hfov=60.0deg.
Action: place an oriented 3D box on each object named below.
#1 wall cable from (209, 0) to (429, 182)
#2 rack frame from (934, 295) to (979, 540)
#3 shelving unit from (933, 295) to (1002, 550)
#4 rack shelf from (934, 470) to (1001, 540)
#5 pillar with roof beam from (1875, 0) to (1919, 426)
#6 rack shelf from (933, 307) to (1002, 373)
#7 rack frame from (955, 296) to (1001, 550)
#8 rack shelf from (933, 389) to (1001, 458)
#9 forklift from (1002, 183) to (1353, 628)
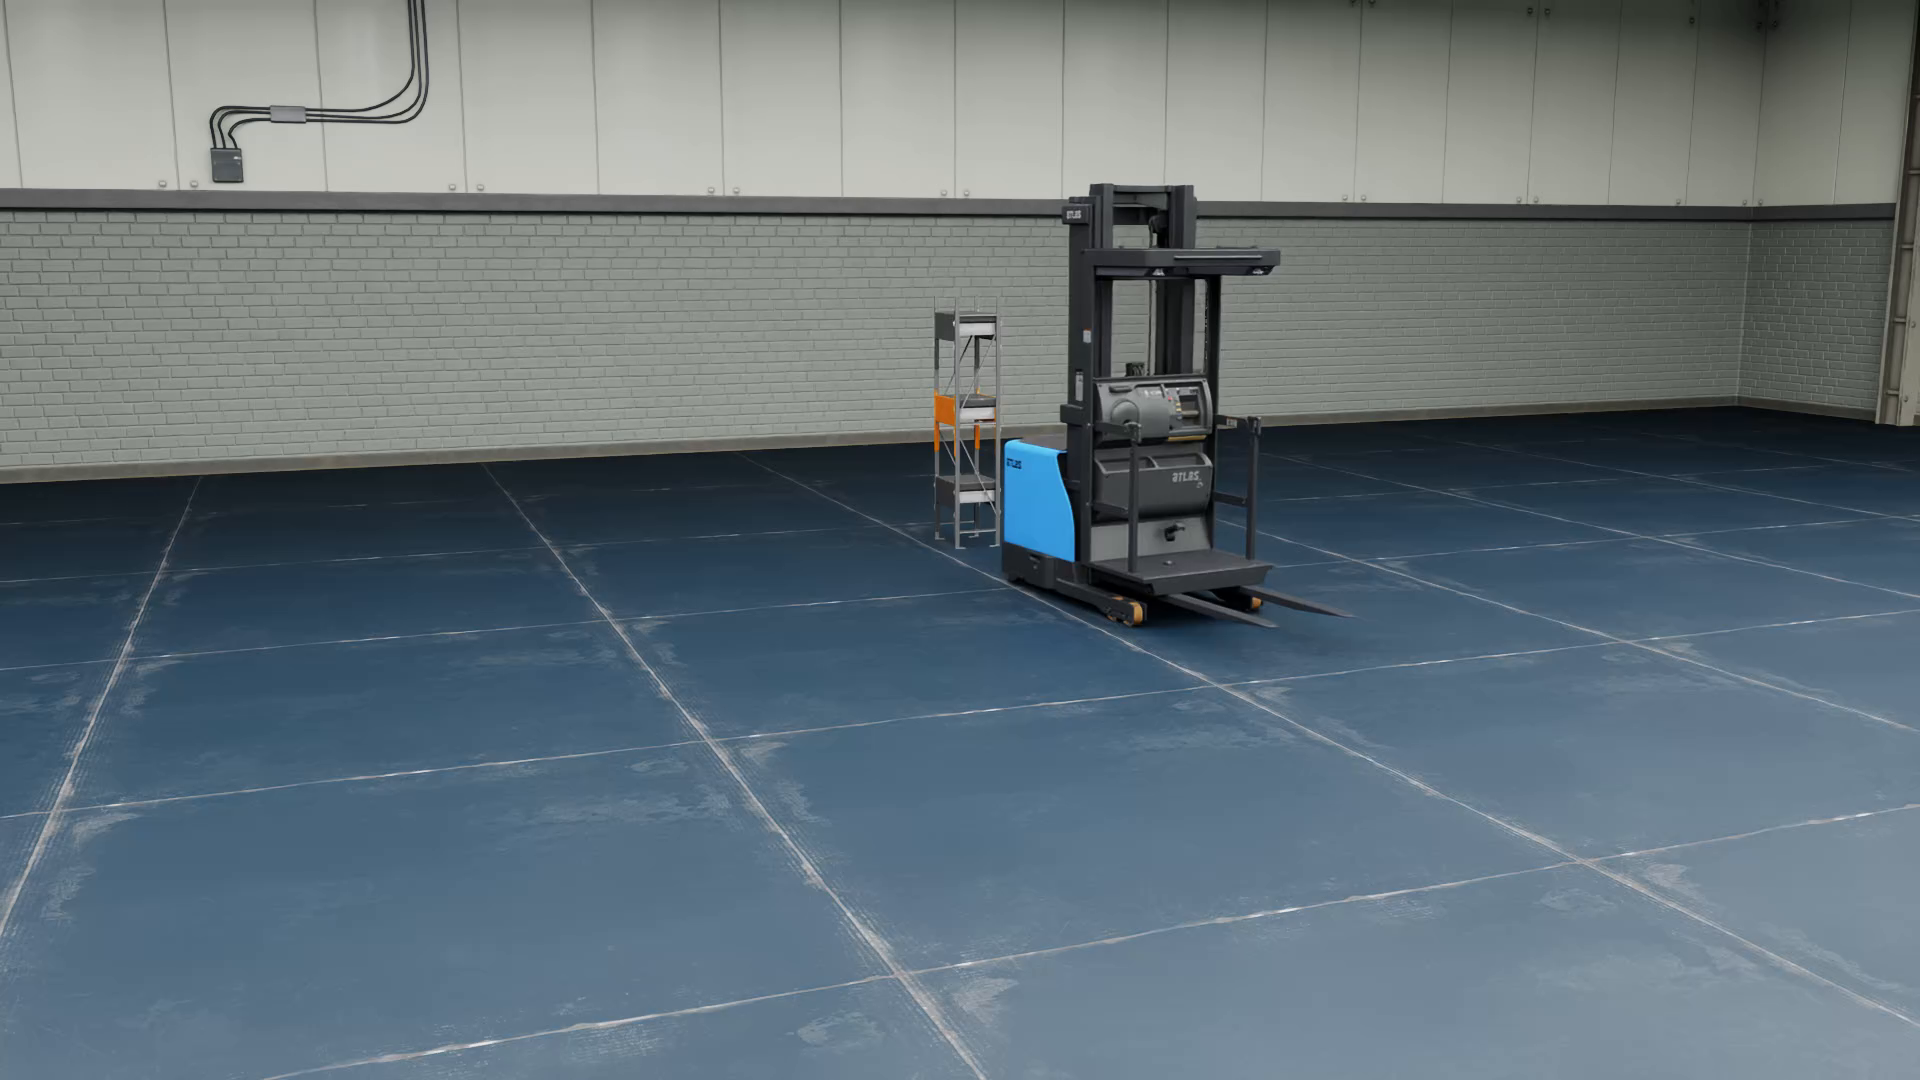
[{"bbox_3d":[-7.025,-6.920,17.915,2.305,6.003,0.169,-4,11,-21],"label":"wall cable"},{"bbox_3d":[-0.028,-1.047,14.308,0.400,2.100,0.015,-4,11,-21],"label":"rack frame"},{"bbox_3d":[0.060,-1.007,14.084,0.431,2.100,0.503,-4,11,-21],"label":"shelving unit"},{"bbox_3d":[0.060,-0.304,14.209,0.431,0.518,0.480,-4,11,-21],"label":"rack shelf"},{"bbox_3d":[9.303,-5.806,21.367,9.100,9.000,0.400,-4,11,-21],"label":"pillar with roof beam"},{"bbox_3d":[0.060,-1.683,13.964,0.431,0.518,0.480,-4,11,-21],"label":"rack shelf"},{"bbox_3d":[0.148,-0.967,13.860,0.400,2.100,0.015,-4,11,-21],"label":"rack frame"},{"bbox_3d":[0.060,-0.993,14.087,0.431,0.518,0.480,-4,11,-21],"label":"rack shelf"},{"bbox_3d":[1.463,-0.953,11.411,1.130,2.935,3.031,-5,11,-28],"label":"forklift"}]
